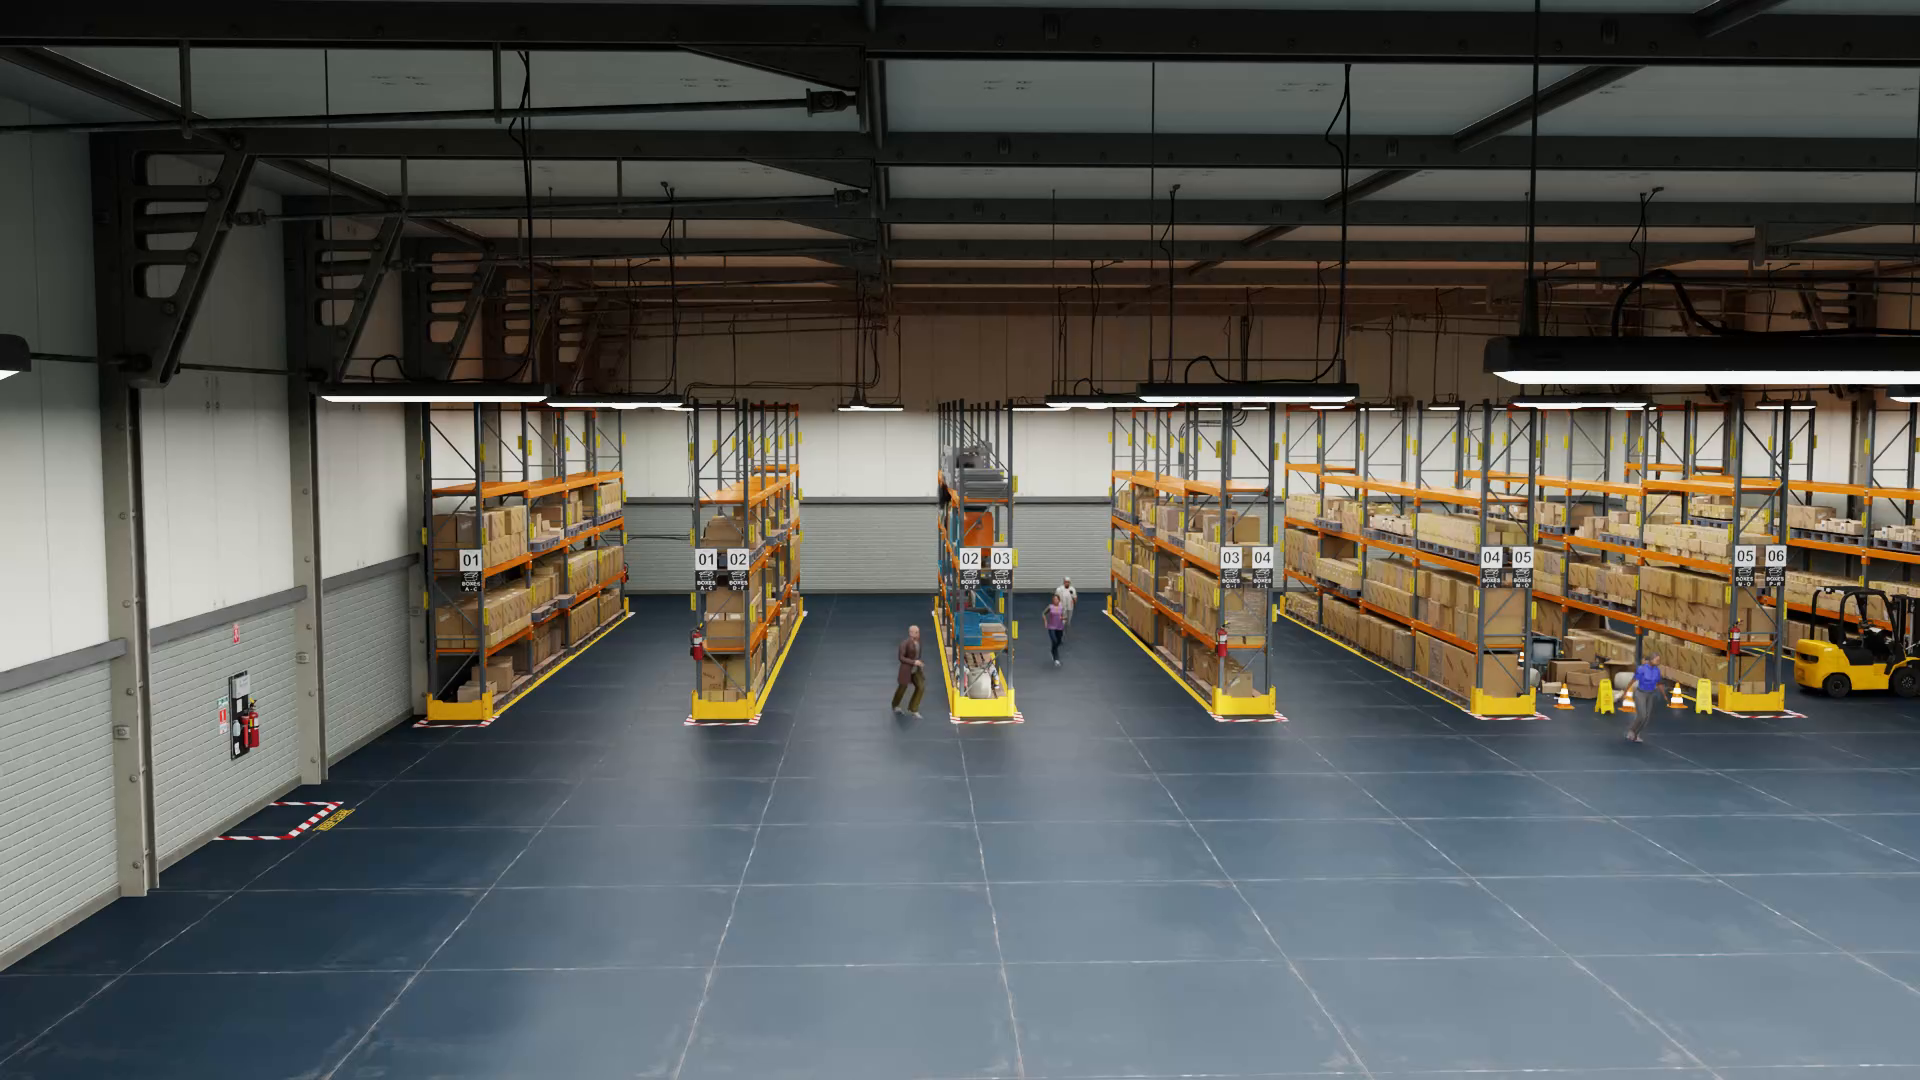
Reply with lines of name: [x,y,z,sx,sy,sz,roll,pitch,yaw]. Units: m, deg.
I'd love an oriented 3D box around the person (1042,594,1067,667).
person: [2.173,2.031,37.834,0.518,1.591,0.887,-1,5,-16]

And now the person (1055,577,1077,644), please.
person: [2.658,1.756,41.646,0.504,1.684,0.800,-1,4,-11]

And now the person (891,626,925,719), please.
person: [-1.003,2.481,31.395,0.696,1.792,0.861,-4,6,-40]

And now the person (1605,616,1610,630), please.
person: [16.563,1.629,43.177,0.561,1.640,0.955,-1,4,-10]

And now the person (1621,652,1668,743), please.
person: [11.900,2.731,28.854,0.577,1.611,0.609,-2,5,-23]
